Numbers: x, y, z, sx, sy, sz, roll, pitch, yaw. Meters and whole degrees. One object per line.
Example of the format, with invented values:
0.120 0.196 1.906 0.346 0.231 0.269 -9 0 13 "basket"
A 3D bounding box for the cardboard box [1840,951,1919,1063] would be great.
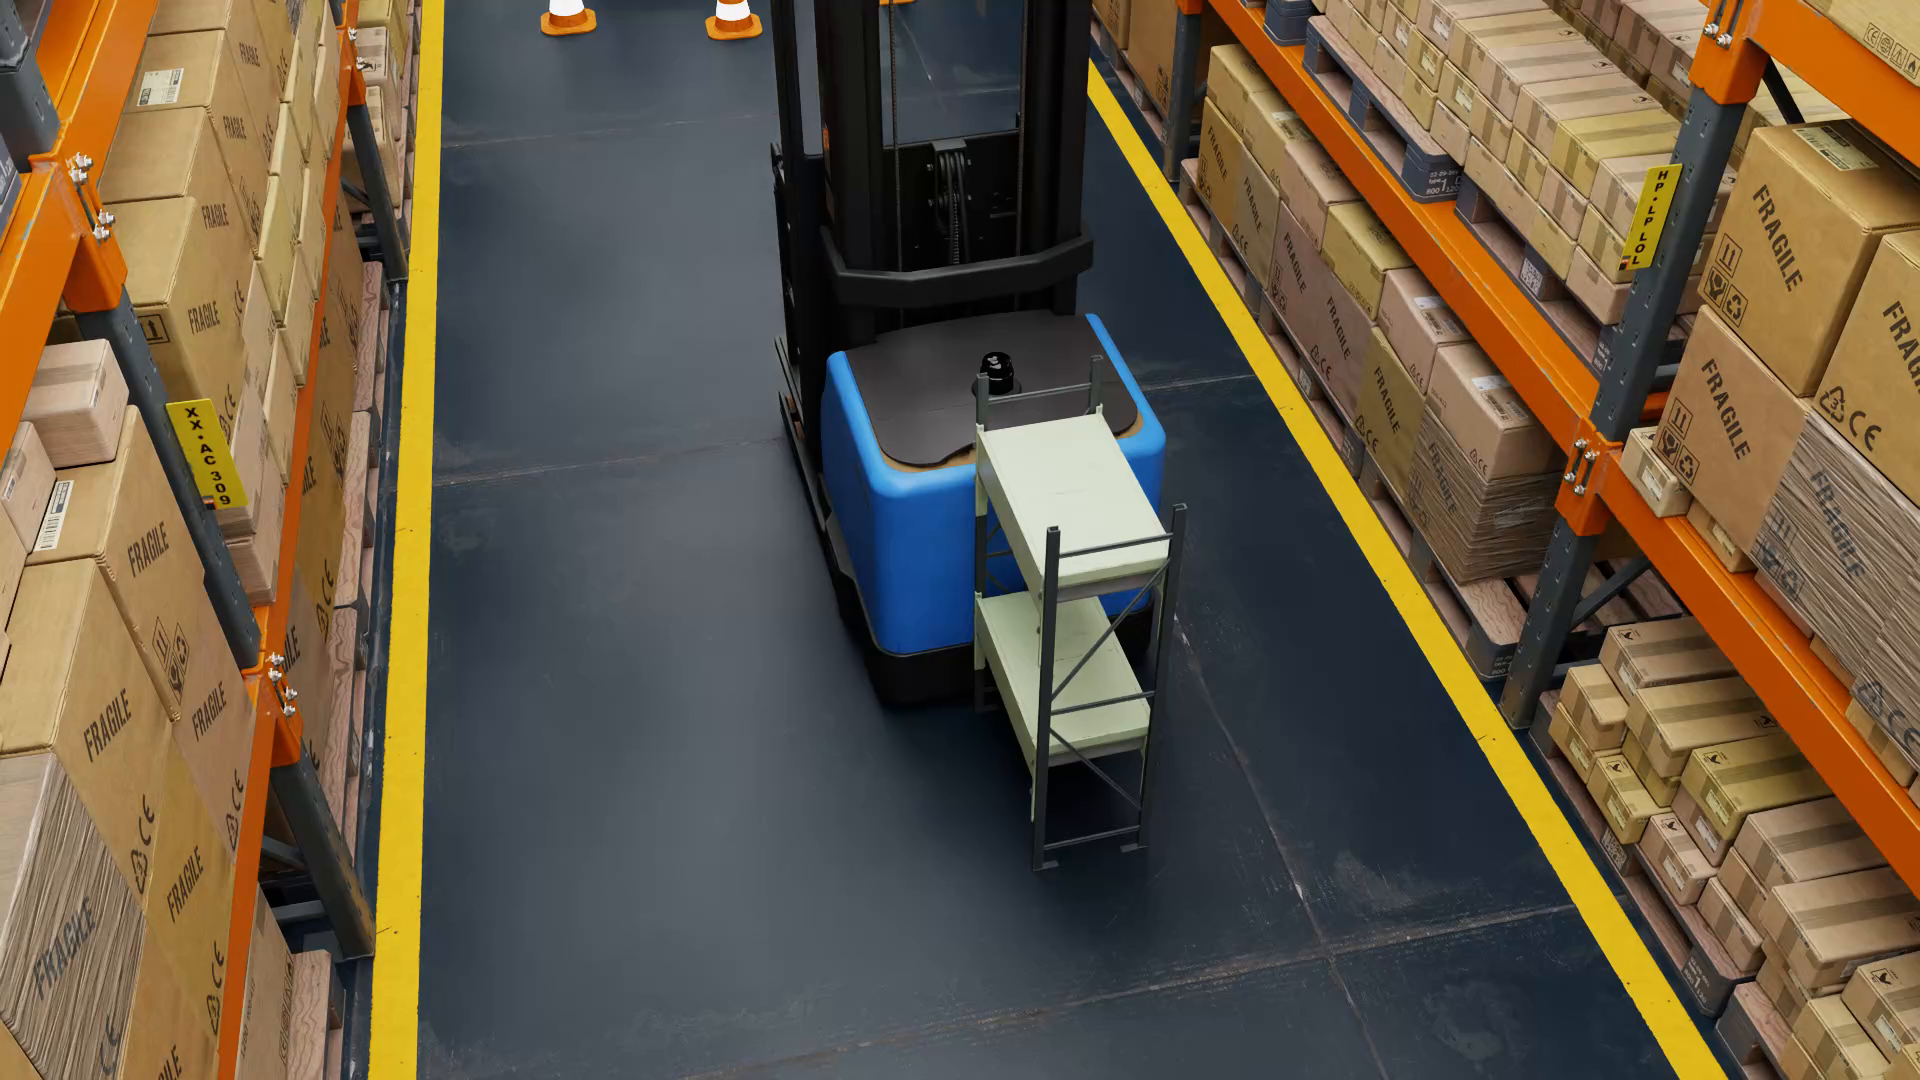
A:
2.629 1.247 4.468 0.380 0.149 0.250 -10 43 -11 "cardboard box"

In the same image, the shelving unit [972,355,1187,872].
0.339 0.265 5.322 0.431 1.500 0.755 -10 43 -11 "shelving unit"

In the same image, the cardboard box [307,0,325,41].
-2.863 -2.215 6.722 0.500 0.250 0.500 -8 42 -9 "cardboard box"

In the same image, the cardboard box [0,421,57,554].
-2.024 -0.082 3.266 0.380 0.149 0.250 -7 42 -8 "cardboard box"

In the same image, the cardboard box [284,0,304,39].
-2.730 -2.144 6.077 0.500 0.500 0.500 -8 42 -9 "cardboard box"

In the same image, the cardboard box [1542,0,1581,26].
2.484 -2.053 6.452 0.380 0.149 0.250 -9 42 -10 "cardboard box"

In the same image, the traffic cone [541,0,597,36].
-2.444 -3.403 10.234 0.336 0.463 0.334 -8 42 -9 "traffic cone"

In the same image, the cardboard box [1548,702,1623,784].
2.224 0.648 5.592 0.380 0.149 0.250 -10 43 -11 "cardboard box"

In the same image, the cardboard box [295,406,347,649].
-2.767 -0.106 5.894 0.875 0.875 0.875 -7 42 -8 "cardboard box"

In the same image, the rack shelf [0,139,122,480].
-1.921 0.675 2.013 1.077 0.370 4.000 -8 42 -9 "rack shelf"

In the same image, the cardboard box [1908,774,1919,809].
2.533 0.628 3.973 0.380 0.149 0.250 -7 42 -7 "cardboard box"

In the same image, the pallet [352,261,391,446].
-3.119 -0.797 7.489 1.003 0.211 1.213 -8 42 -9 "pallet"

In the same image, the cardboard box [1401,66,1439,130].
1.896 -1.680 6.256 0.380 0.149 0.250 -7 42 -7 "cardboard box"

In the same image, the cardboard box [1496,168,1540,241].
2.072 -1.166 5.677 0.380 0.149 0.250 -8 42 -9 "cardboard box"

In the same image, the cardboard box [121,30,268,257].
-2.409 -1.158 4.966 0.500 0.500 0.500 -9 42 -10 "cardboard box"

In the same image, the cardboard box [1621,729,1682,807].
2.367 0.686 5.324 0.380 0.149 0.250 -8 42 -9 "cardboard box"

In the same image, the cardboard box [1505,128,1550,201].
2.072 -1.279 5.581 0.380 0.149 0.250 -7 42 -7 "cardboard box"

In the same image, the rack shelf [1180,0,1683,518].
2.028 -1.571 6.802 1.077 0.370 4.000 -8 42 -9 "rack shelf"

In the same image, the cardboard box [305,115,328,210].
-2.634 -1.357 6.132 0.500 0.250 0.500 -9 42 -10 "cardboard box"

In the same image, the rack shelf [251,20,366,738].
-2.784 -0.796 5.929 1.077 0.370 4.000 -8 42 -9 "rack shelf"

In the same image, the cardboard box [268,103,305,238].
-2.506 -1.218 5.599 0.500 0.250 0.500 -10 42 -11 "cardboard box"

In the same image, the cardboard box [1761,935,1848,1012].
2.547 1.196 4.750 0.380 0.149 0.250 -7 42 -7 "cardboard box"

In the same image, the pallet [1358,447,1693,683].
2.290 -0.005 6.597 1.003 0.211 1.213 -8 42 -9 "pallet"

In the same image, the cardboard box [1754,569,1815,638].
2.438 0.103 4.564 0.380 0.149 0.250 -10 43 -11 "cardboard box"

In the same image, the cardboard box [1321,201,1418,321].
1.826 -1.168 6.809 0.500 0.250 0.500 -10 43 -11 "cardboard box"

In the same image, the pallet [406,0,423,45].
-3.910 -3.407 10.429 1.003 0.211 1.213 -8 42 -9 "pallet"

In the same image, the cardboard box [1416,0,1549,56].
1.901 -1.906 6.063 0.380 0.149 0.250 -10 43 -11 "cardboard box"

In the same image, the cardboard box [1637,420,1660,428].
2.558 -0.563 6.127 0.500 0.250 0.500 -10 43 -11 "cardboard box"

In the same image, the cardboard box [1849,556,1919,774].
2.507 0.316 3.835 0.500 0.500 0.500 -9 42 -10 "cardboard box"

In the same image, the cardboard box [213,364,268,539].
-2.172 -0.225 4.481 0.500 0.250 0.500 -9 42 -11 "cardboard box"

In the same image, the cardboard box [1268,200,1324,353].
1.727 -1.206 7.416 0.500 0.500 0.500 -9 42 -10 "cardboard box"

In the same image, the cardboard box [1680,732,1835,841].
2.436 0.740 5.040 0.380 0.149 0.250 -9 42 -10 "cardboard box"

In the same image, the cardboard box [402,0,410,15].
-3.805 -3.324 9.898 0.950 0.372 0.625 -6 42 -7 "cardboard box"

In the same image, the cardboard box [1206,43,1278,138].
1.508 -2.157 7.923 0.500 0.250 0.500 -10 43 -11 "cardboard box"

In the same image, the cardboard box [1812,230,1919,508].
2.446 -0.405 3.894 0.500 0.500 0.500 -10 42 -11 "cardboard box"

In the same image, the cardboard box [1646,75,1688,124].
2.653 -1.543 5.877 0.380 0.149 0.250 -10 43 -11 "cardboard box"

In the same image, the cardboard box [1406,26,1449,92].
1.892 -1.801 6.169 0.380 0.149 0.250 -8 42 -9 "cardboard box"

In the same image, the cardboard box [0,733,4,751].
-1.818 0.399 2.723 0.380 0.149 0.250 -9 42 -10 "cardboard box"

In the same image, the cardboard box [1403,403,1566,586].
2.054 -0.209 6.293 0.500 0.500 0.500 -9 42 -10 "cardboard box"

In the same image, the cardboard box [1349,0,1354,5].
1.733 -2.295 6.725 0.380 0.149 0.250 -8 42 -9 "cardboard box"

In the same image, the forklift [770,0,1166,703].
-0.161 -1.500 6.232 1.130 2.935 3.031 -10 43 -11 "forklift"

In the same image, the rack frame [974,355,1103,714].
0.246 0.030 5.587 0.400 1.500 0.023 -10 43 -11 "rack frame"

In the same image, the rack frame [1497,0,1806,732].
2.459 -0.544 5.103 1.000 3.000 0.127 -8 42 -9 "rack frame"

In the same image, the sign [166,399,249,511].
-1.811 -0.203 4.007 0.100 0.325 0.005 -8 42 -9 "sign"

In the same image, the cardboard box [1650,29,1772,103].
2.653 -1.659 5.784 0.380 0.149 0.250 -9 42 -10 "cardboard box"

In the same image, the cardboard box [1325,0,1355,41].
1.731 -2.185 6.825 0.380 0.149 0.250 -7 42 -8 "cardboard box"

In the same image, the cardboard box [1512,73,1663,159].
2.069 -1.403 5.496 0.380 0.149 0.250 -10 42 -11 "cardboard box"

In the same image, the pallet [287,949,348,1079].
-2.265 1.778 4.588 1.003 0.211 1.213 -8 42 -9 "pallet"

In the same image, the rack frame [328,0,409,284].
-3.216 -2.362 7.151 1.000 3.000 0.127 -8 42 -9 "rack frame"

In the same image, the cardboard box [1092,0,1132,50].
1.360 -3.426 9.728 1.050 0.750 0.750 -8 42 -9 "cardboard box"

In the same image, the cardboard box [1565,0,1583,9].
2.482 -2.163 6.352 0.380 0.149 0.250 -7 42 -8 "cardboard box"

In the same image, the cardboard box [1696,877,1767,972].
2.490 1.131 5.047 0.380 0.149 0.250 -9 42 -10 "cardboard box"

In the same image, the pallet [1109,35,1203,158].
1.499 -2.615 9.537 1.003 0.211 1.213 -8 42 -9 "pallet"

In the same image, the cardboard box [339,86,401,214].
-3.328 -1.904 8.298 0.950 0.372 0.625 -11 43 -12 "cardboard box"

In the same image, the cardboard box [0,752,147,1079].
-1.760 0.745 2.823 0.500 0.500 0.500 -8 42 -9 "cardboard box"

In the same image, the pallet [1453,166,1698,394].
2.436 -0.988 5.748 1.003 0.211 1.213 -8 42 -9 "pallet"

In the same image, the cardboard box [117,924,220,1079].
-1.763 1.114 3.160 0.500 0.500 0.500 -9 42 -10 "cardboard box"

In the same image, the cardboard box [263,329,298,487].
-2.303 -0.371 5.021 0.500 0.250 0.500 -9 42 -10 "cardboard box"
